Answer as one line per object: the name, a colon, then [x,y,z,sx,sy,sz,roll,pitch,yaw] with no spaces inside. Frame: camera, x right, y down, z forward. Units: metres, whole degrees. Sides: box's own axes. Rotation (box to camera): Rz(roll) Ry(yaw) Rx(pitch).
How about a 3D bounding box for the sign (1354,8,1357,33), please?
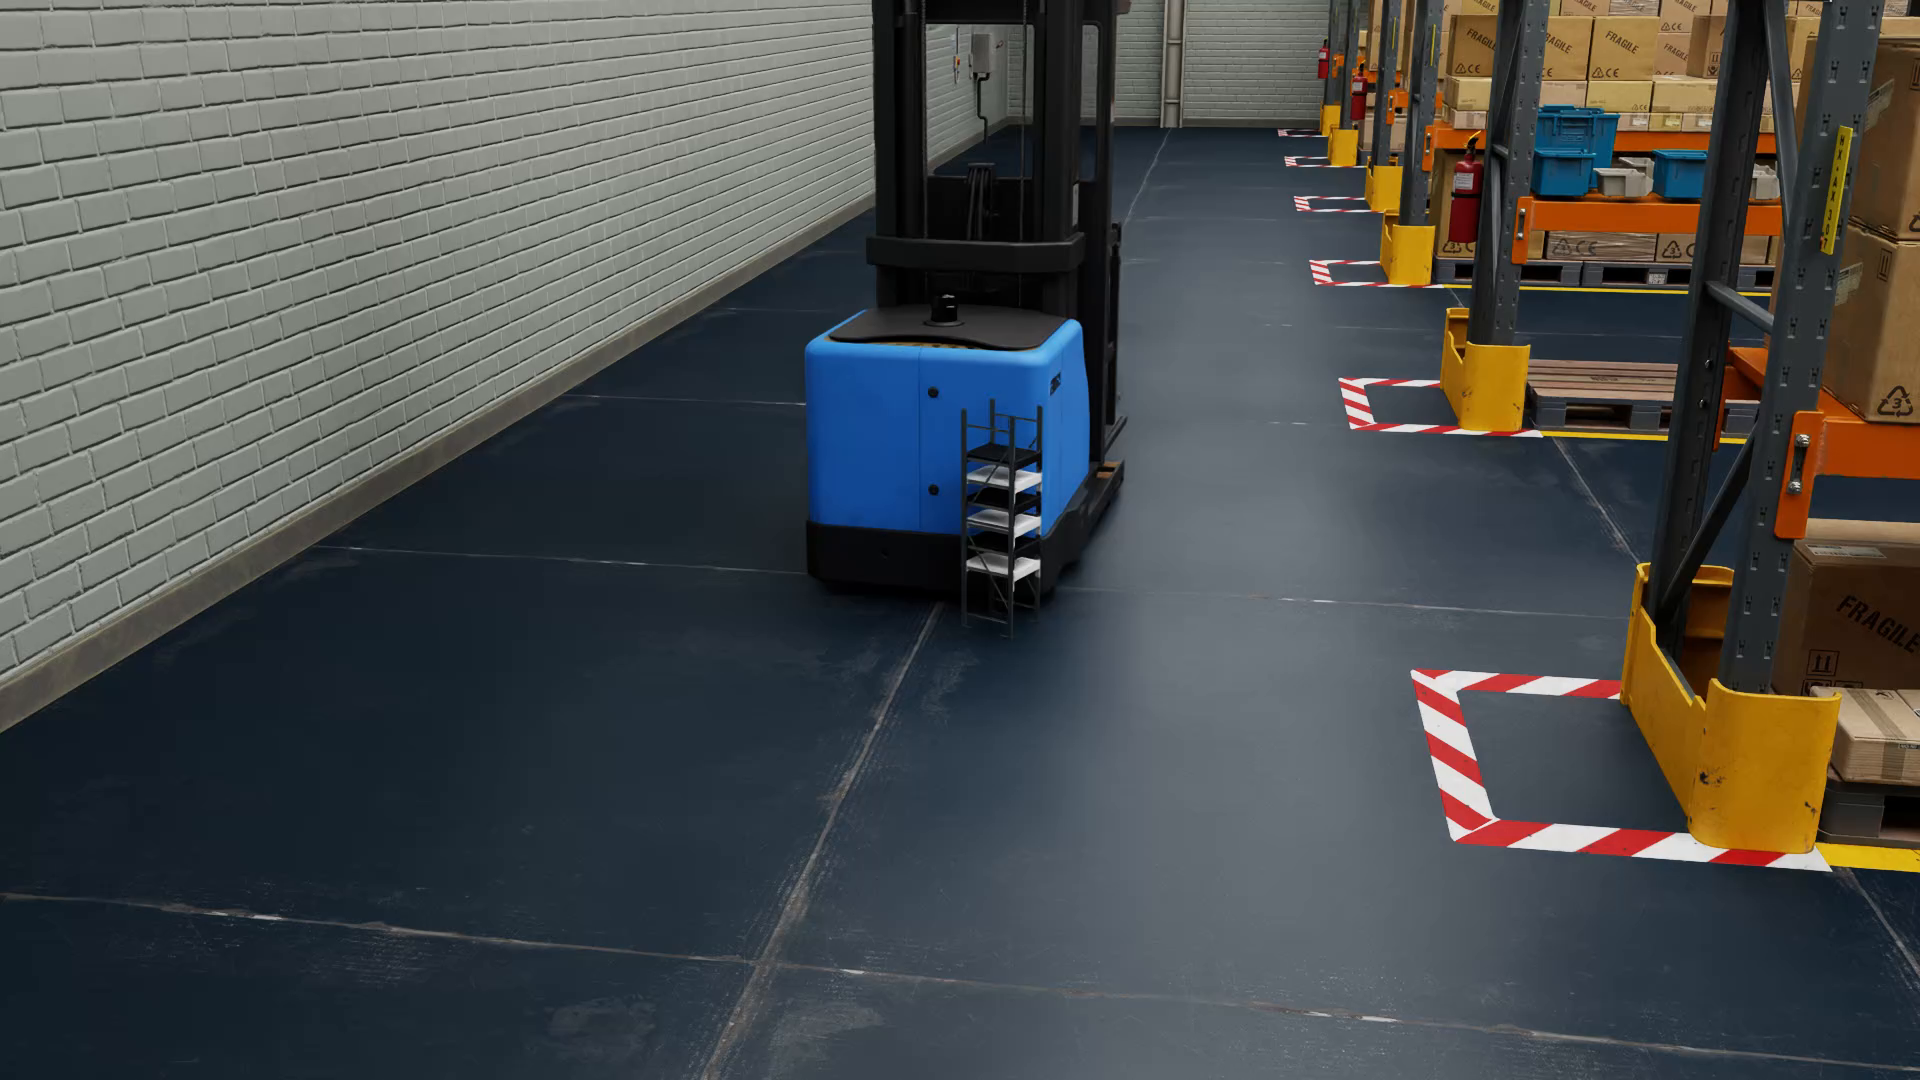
sign: [5.449,-7.165,22.920,0.005,0.325,0.100,3,19,9]

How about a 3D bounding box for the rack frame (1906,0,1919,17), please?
rack frame: [7.921,-3.584,13.708,0.127,3.000,1.000,3,19,9]

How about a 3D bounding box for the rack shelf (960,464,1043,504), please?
rack shelf: [0.163,-0.224,6.512,0.258,0.077,0.200,12,22,32]

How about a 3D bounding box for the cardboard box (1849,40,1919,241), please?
cardboard box: [2.793,-1.099,4.547,0.500,0.500,0.500,3,19,10]

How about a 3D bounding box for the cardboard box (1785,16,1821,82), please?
cardboard box: [6.931,-3.976,13.464,0.500,0.500,0.500,3,19,9]

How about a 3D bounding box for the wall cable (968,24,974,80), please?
wall cable: [0.186,-8.093,25.584,0.122,1.984,0.588,3,19,9]

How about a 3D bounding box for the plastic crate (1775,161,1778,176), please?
plastic crate: [4.878,-2.118,9.648,0.250,0.136,0.298,3,19,9]

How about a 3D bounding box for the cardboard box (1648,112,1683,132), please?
cardboard box: [5.789,-3.468,13.757,0.250,0.149,0.380,2,19,7]

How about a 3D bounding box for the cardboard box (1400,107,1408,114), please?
cardboard box: [7.754,-7.343,28.221,0.500,0.500,0.700,4,19,11]

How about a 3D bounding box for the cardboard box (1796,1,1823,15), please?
cardboard box: [11.394,-7.031,22.277,0.500,0.500,0.500,3,19,8]

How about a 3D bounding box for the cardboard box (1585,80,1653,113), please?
cardboard box: [5.412,-3.696,13.811,0.500,0.250,0.500,2,19,7]

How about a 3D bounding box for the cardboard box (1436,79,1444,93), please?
cardboard box: [5.384,-5.096,18.624,0.250,0.149,0.380,4,19,11]

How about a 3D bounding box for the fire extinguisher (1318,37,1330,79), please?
fire extinguisher: [6.108,-8.094,27.898,0.183,0.674,0.296,3,19,9]

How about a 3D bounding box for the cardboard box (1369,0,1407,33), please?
cardboard box: [5.972,-7.298,23.075,0.500,0.500,0.500,3,19,7]

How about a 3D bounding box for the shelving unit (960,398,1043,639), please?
shelving unit: [0.163,-0.085,6.559,0.258,0.900,0.210,12,22,32]

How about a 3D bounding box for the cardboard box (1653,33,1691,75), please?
cardboard box: [7.772,-5.284,18.162,0.500,0.500,0.500,2,19,7]

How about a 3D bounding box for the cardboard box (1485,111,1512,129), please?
cardboard box: [4.523,-3.533,13.950,0.250,0.149,0.380,3,19,8]

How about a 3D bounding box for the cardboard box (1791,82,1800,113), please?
cardboard box: [6.932,-3.619,13.581,0.500,0.250,0.500,3,19,10]

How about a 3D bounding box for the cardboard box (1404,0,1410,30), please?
cardboard box: [5.349,-6.052,18.881,0.500,0.500,0.500,3,19,8]

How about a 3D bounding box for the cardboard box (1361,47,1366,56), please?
cardboard box: [6.866,-8.225,27.976,0.250,0.149,0.380,3,19,10]

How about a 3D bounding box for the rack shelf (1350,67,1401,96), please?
rack shelf: [7.518,-6.448,23.402,4.000,0.370,1.077,3,19,9]

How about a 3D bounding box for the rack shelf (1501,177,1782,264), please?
rack shelf: [5.161,-1.792,9.486,4.000,0.370,1.077,3,19,9]

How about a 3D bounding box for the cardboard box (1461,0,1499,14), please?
cardboard box: [5.758,-5.868,18.331,0.500,0.500,0.500,3,19,10]

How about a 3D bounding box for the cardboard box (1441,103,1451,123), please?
cardboard box: [4.375,-3.751,14.605,0.250,0.149,0.380,3,19,10]

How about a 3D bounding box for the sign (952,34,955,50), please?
sign: [-0.096,-7.283,24.336,0.001,0.218,0.327,3,19,9]

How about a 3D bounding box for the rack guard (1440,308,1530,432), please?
rack guard: [3.160,-1.045,10.061,0.348,0.500,1.175,3,19,9]

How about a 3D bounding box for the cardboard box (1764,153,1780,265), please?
cardboard box: [7.282,-2.834,14.153,0.875,0.875,0.875,3,19,9]

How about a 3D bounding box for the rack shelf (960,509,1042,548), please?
rack shelf: [0.163,-0.053,6.569,0.258,0.077,0.200,12,22,32]

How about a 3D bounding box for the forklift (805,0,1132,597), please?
forklift: [0.213,-1.588,7.851,1.130,2.935,3.031,5,19,14]

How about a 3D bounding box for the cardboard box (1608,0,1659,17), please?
cardboard box: [7.286,-5.789,18.096,0.500,0.500,0.500,3,19,10]

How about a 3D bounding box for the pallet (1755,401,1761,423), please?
pallet: [5.195,-0.795,9.769,1.213,0.211,1.003,3,19,9]

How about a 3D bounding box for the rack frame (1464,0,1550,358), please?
rack frame: [3.186,-2.234,9.672,0.127,3.000,1.000,3,19,9]

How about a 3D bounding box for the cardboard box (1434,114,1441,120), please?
cardboard box: [7.116,-5.829,23.793,0.875,0.438,0.875,3,19,10]

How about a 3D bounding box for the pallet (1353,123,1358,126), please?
pallet: [7.189,-7.079,28.549,1.213,0.211,1.003,3,19,9]

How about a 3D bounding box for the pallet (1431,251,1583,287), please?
pallet: [4.773,-2.447,14.705,1.213,0.211,1.003,3,19,9]

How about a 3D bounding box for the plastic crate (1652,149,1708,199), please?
plastic crate: [4.027,-2.034,9.245,0.300,0.233,0.416,3,19,9]

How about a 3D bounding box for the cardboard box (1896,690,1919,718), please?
cardboard box: [3.002,0.594,4.992,0.250,0.166,0.380,3,19,9]

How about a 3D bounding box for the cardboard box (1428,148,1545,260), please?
cardboard box: [4.616,-2.970,14.559,0.875,0.875,0.875,3,19,9]

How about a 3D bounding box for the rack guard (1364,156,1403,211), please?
rack guard: [4.933,-4.145,19.324,0.348,0.500,1.175,3,19,9]

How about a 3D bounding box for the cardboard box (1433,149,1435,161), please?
cardboard box: [5.321,-4.331,18.833,0.250,0.149,0.380,2,19,6]

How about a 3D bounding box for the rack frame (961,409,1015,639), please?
rack frame: [0.107,-0.058,6.478,0.240,0.900,0.006,12,22,32]

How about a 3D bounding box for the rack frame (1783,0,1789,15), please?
rack frame: [8.807,-5.133,18.337,0.127,3.000,1.000,3,19,9]

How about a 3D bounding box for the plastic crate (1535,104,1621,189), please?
plastic crate: [3.546,-2.321,9.782,0.499,0.435,0.616,3,19,9]

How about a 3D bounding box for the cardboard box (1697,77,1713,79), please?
cardboard box: [6.496,-3.811,14.153,0.500,0.250,0.500,3,19,10]

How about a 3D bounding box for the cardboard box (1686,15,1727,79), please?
cardboard box: [6.489,-4.166,14.033,0.500,0.500,0.500,2,19,7]

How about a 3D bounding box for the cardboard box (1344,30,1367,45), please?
cardboard box: [6.823,-8.575,28.393,0.500,0.250,0.500,3,19,10]
